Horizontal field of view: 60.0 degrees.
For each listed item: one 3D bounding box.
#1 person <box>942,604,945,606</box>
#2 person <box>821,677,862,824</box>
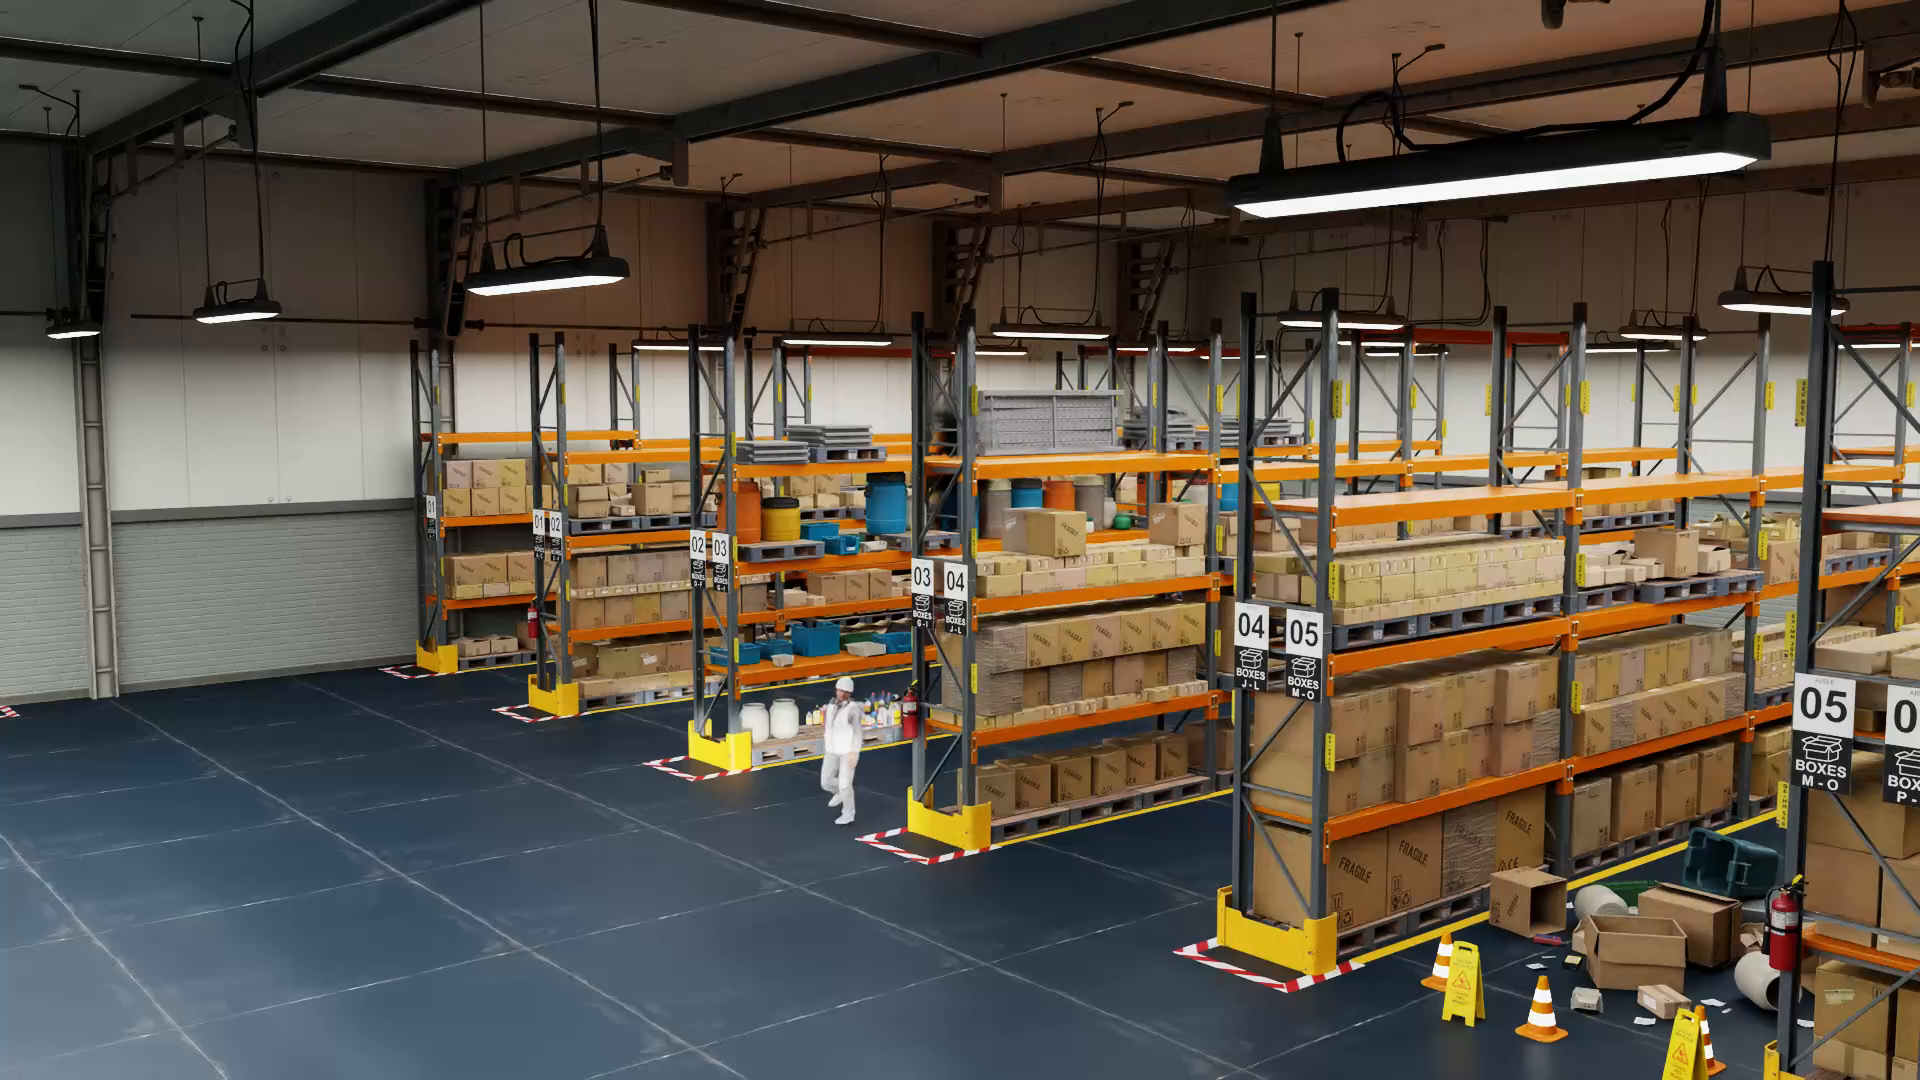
[{"bbox_3d":[0.034,1.712,29.193,0.697,1.489,0.963,3,6,26],"label":"person"},{"bbox_3d":[-1.369,2.460,19.702,0.698,1.741,0.571,4,6,34],"label":"person"}]
